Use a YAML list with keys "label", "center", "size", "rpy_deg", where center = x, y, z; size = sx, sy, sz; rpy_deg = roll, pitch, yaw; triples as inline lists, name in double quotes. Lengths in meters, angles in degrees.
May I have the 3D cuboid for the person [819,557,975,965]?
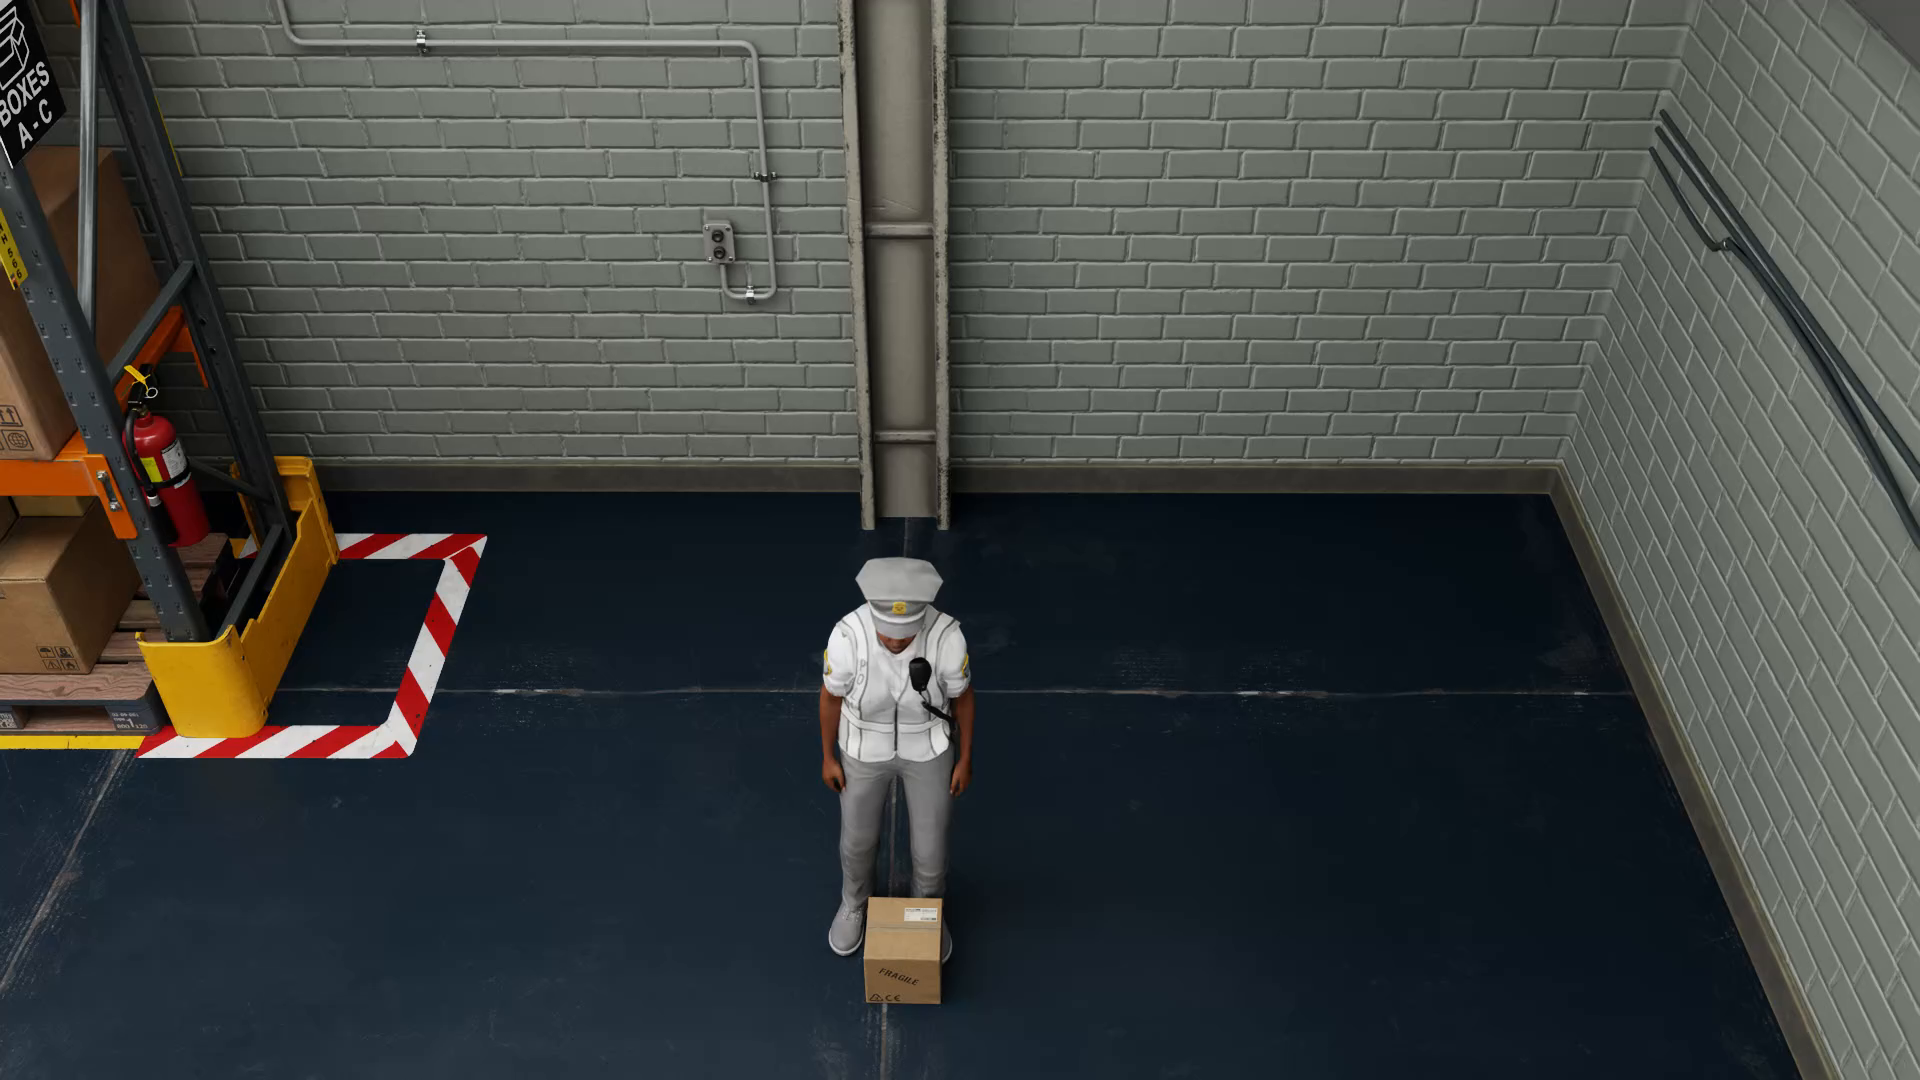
- label: "person"
  center: [-0.203, 0.698, 5.320]
  size: [0.504, 1.658, 0.419]
  rpy_deg: [0, 40, 0]
